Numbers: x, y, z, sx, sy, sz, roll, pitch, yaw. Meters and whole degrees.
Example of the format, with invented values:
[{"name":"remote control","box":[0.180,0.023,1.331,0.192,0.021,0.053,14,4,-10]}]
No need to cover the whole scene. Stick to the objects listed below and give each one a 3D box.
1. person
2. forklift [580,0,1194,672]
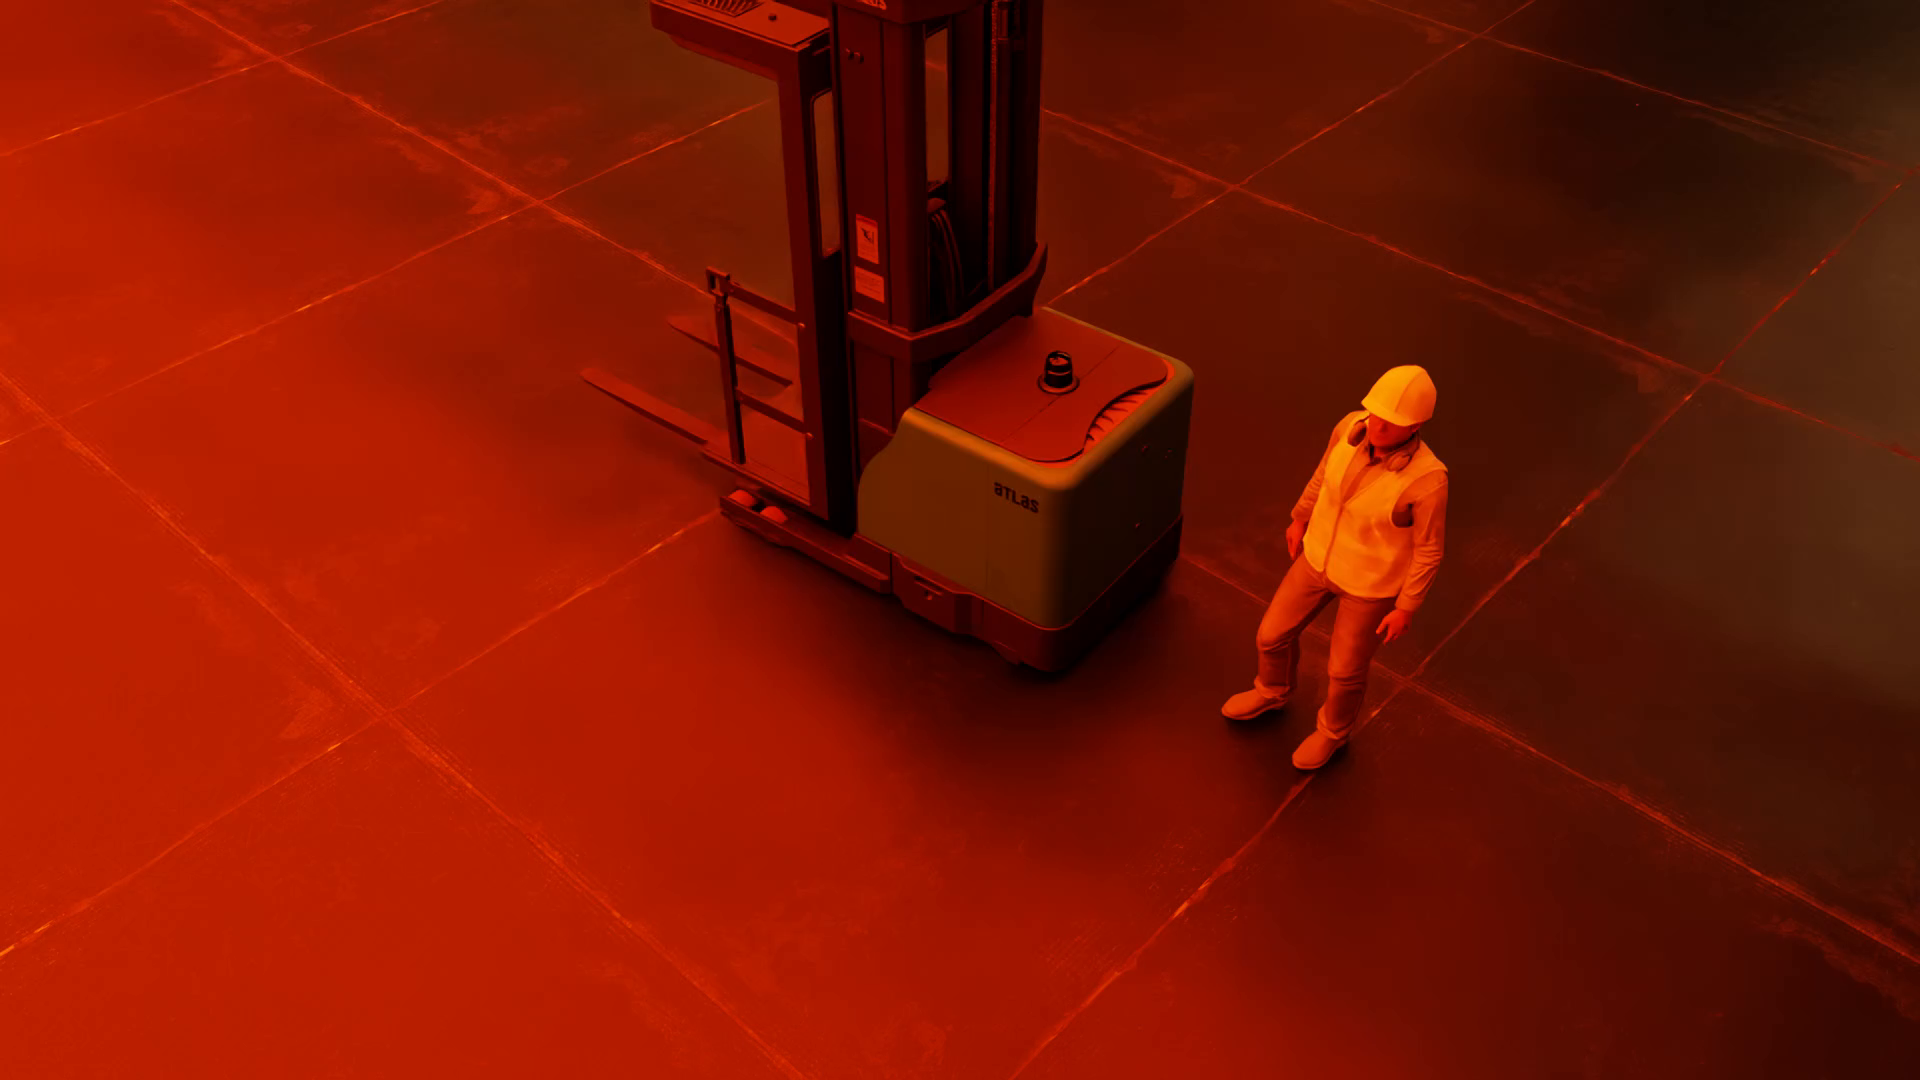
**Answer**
[{"name":"person","box":[1.428,0.121,6.173,0.520,1.779,0.643,-24,46,-26]},{"name":"forklift","box":[-0.493,-1.349,7.000,3.031,2.935,1.130,26,47,27]}]
